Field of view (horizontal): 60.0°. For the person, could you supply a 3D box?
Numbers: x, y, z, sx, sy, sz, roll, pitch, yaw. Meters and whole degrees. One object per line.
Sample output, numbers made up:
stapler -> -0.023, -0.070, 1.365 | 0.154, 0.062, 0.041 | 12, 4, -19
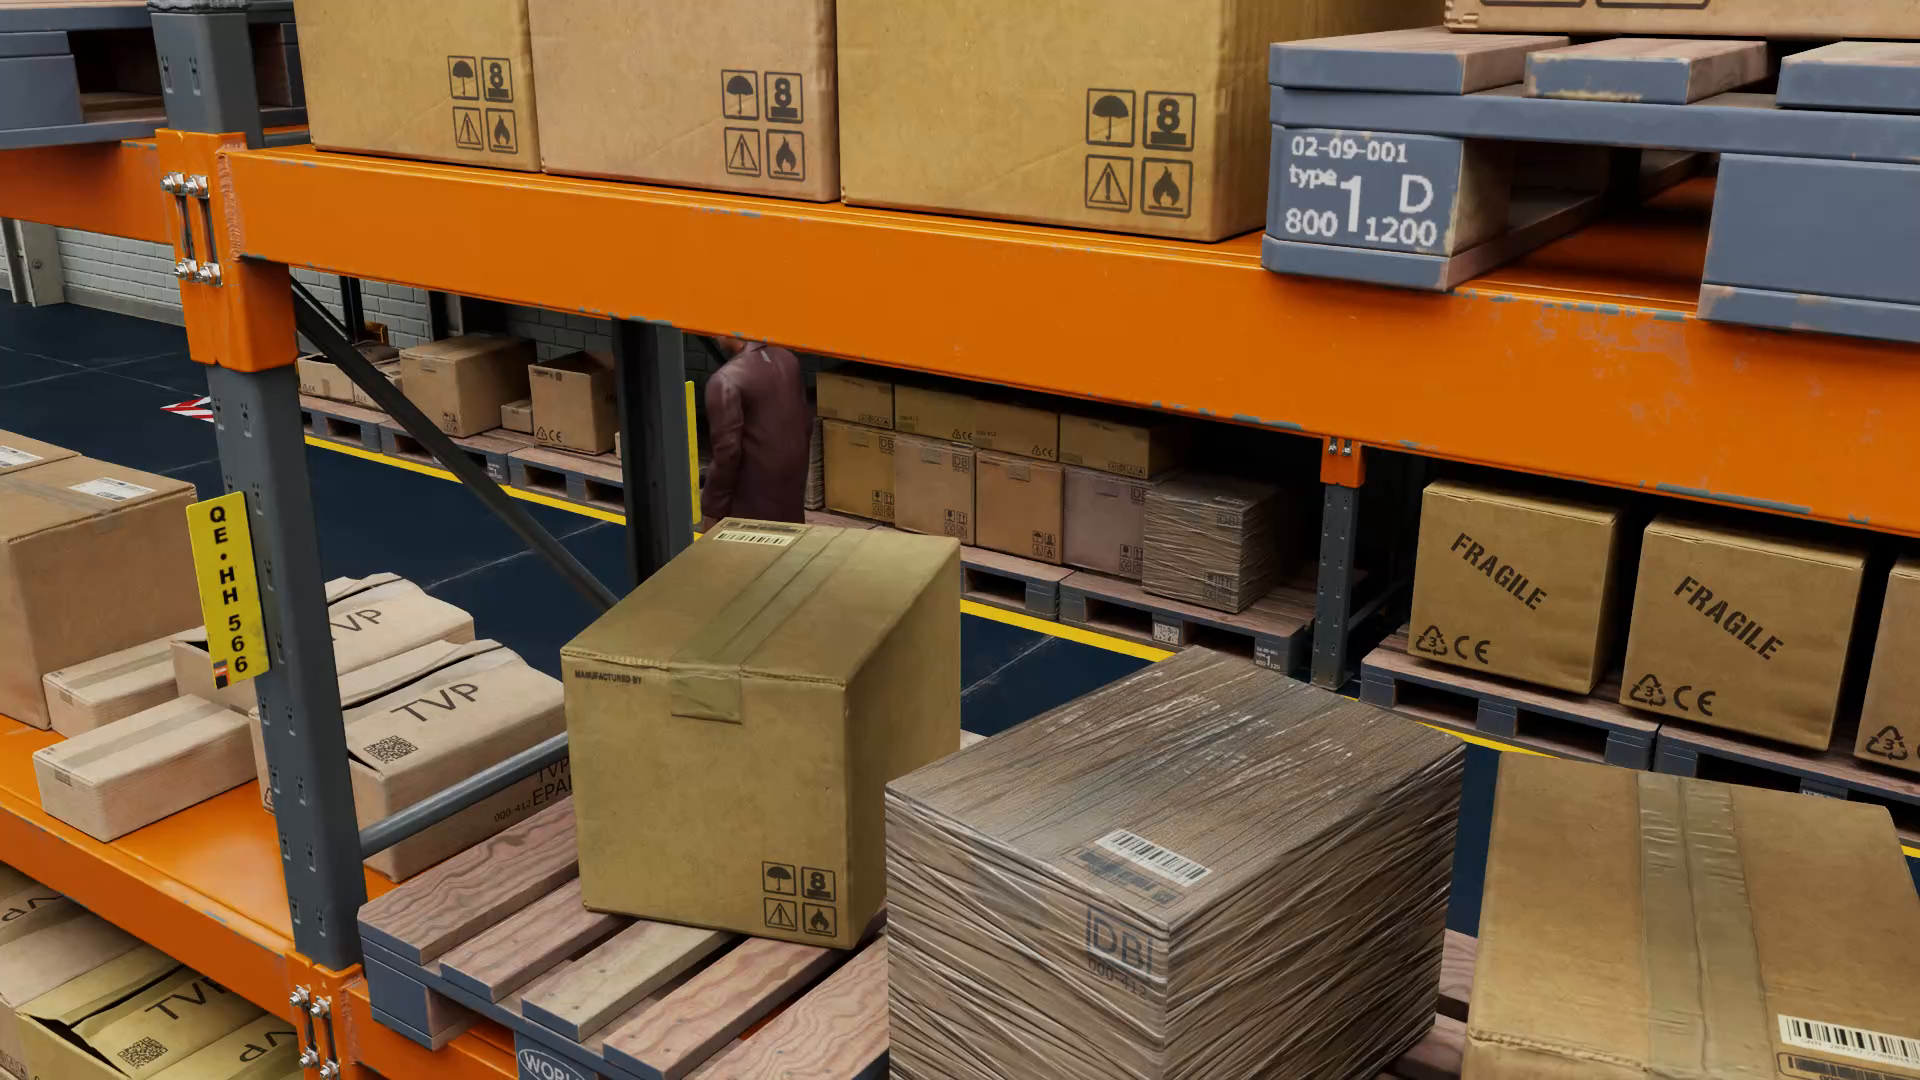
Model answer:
person -> -0.869, -0.174, 7.084 | 0.424, 1.773, 0.641 | 12, 23, 30
